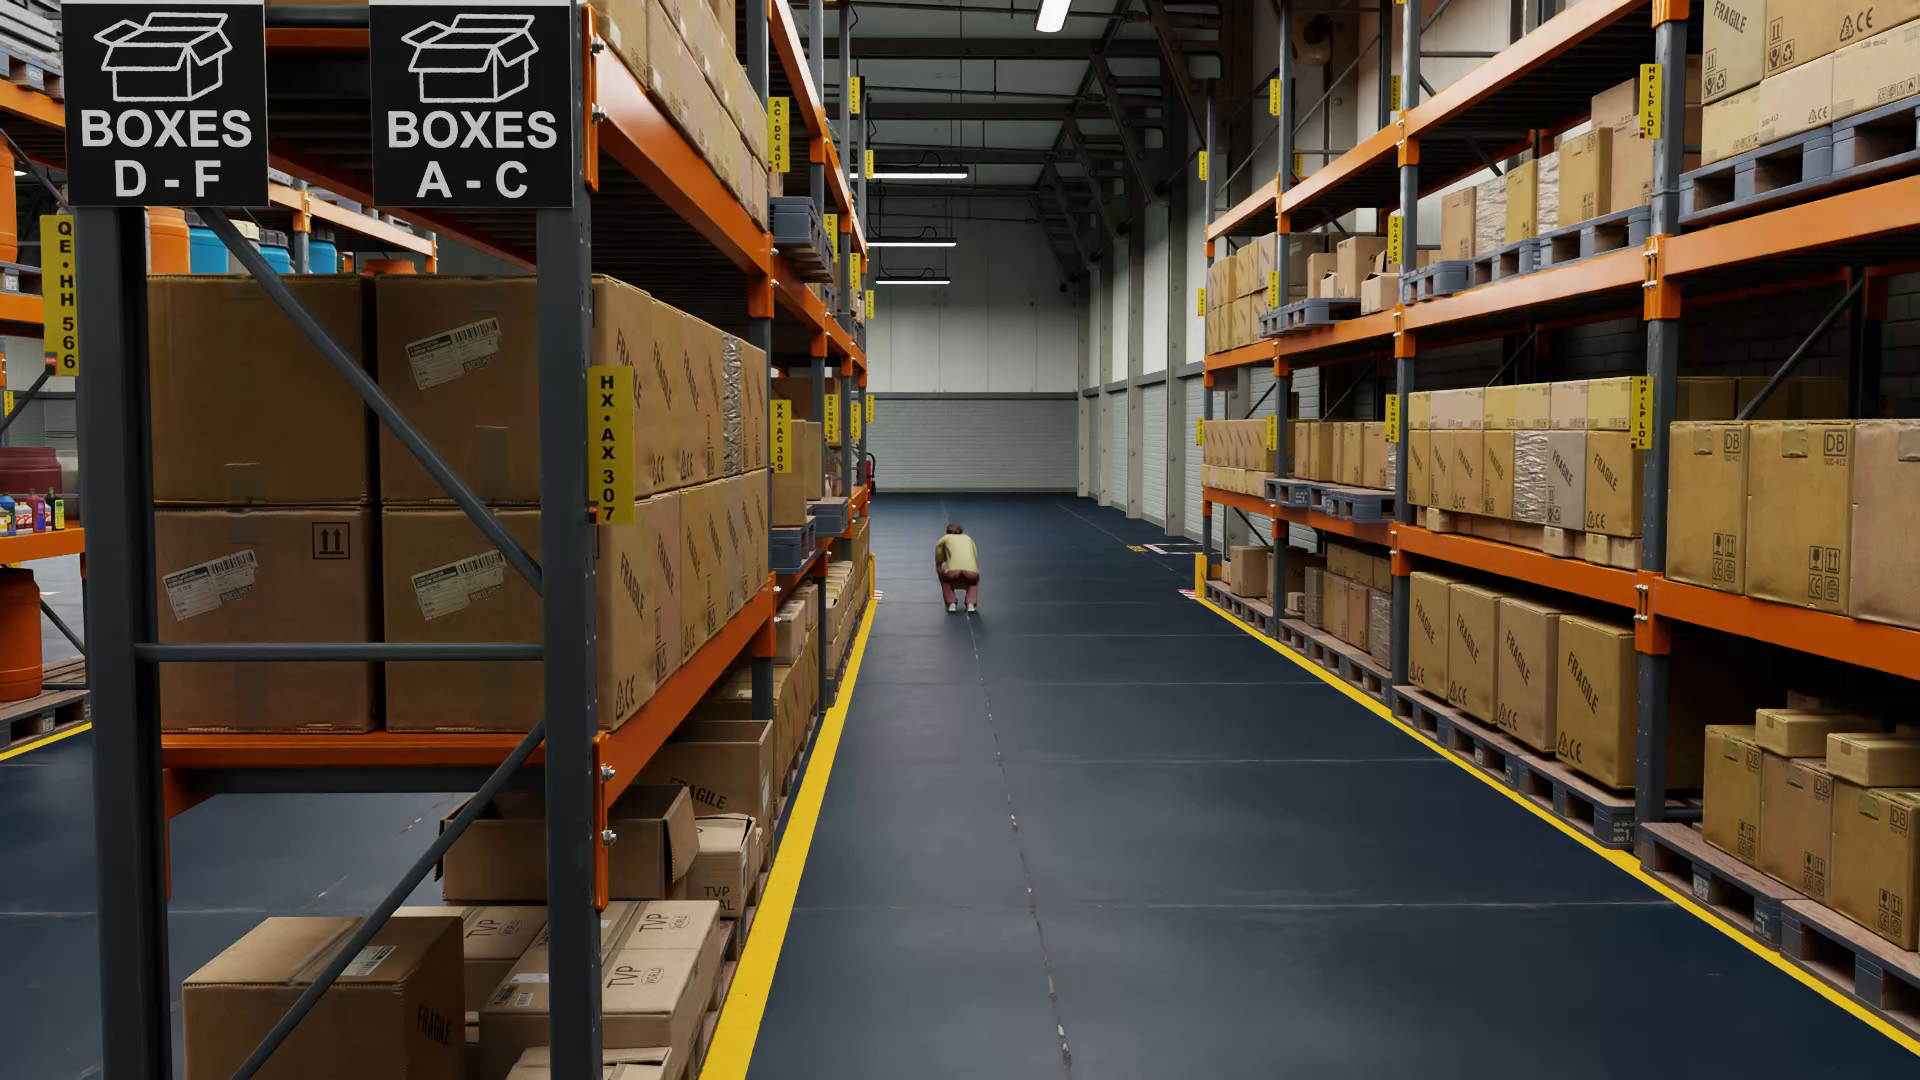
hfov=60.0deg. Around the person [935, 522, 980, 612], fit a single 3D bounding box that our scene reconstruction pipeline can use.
[{"bbox_3d":[-0.024,0.293,18.097,0.493,0.943,0.801,0,4,-2],"label":"person"}]
